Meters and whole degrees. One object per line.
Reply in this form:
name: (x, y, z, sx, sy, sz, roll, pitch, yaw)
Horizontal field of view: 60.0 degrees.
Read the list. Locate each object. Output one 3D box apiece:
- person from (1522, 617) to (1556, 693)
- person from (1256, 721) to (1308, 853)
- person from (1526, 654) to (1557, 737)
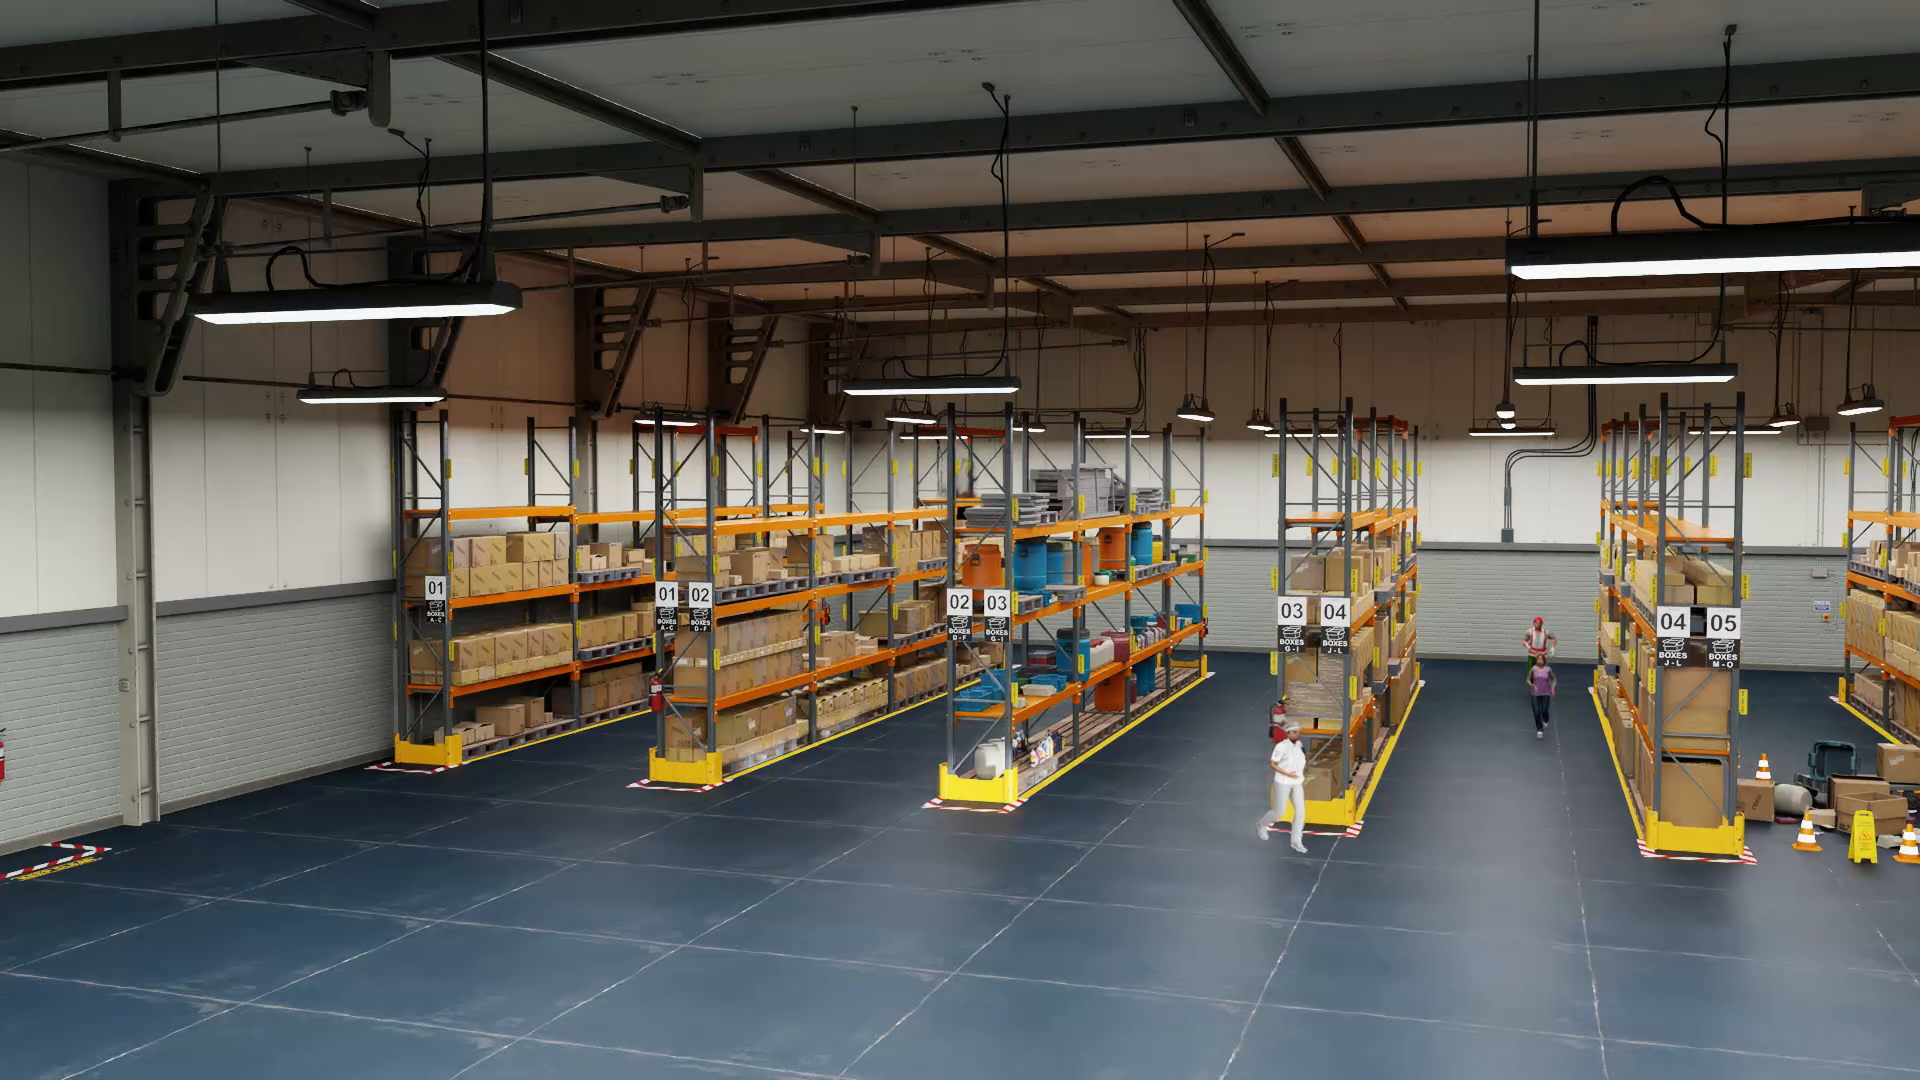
person: (12.667, 2.564, 36.437, 0.687, 1.788, 0.812, 1, 3, 28)
person: (4.320, 3.216, 21.962, 0.603, 1.691, 0.866, -1, 3, -29)
person: (10.803, 2.900, 30.922, 0.531, 1.561, 0.536, 1, 3, 23)
